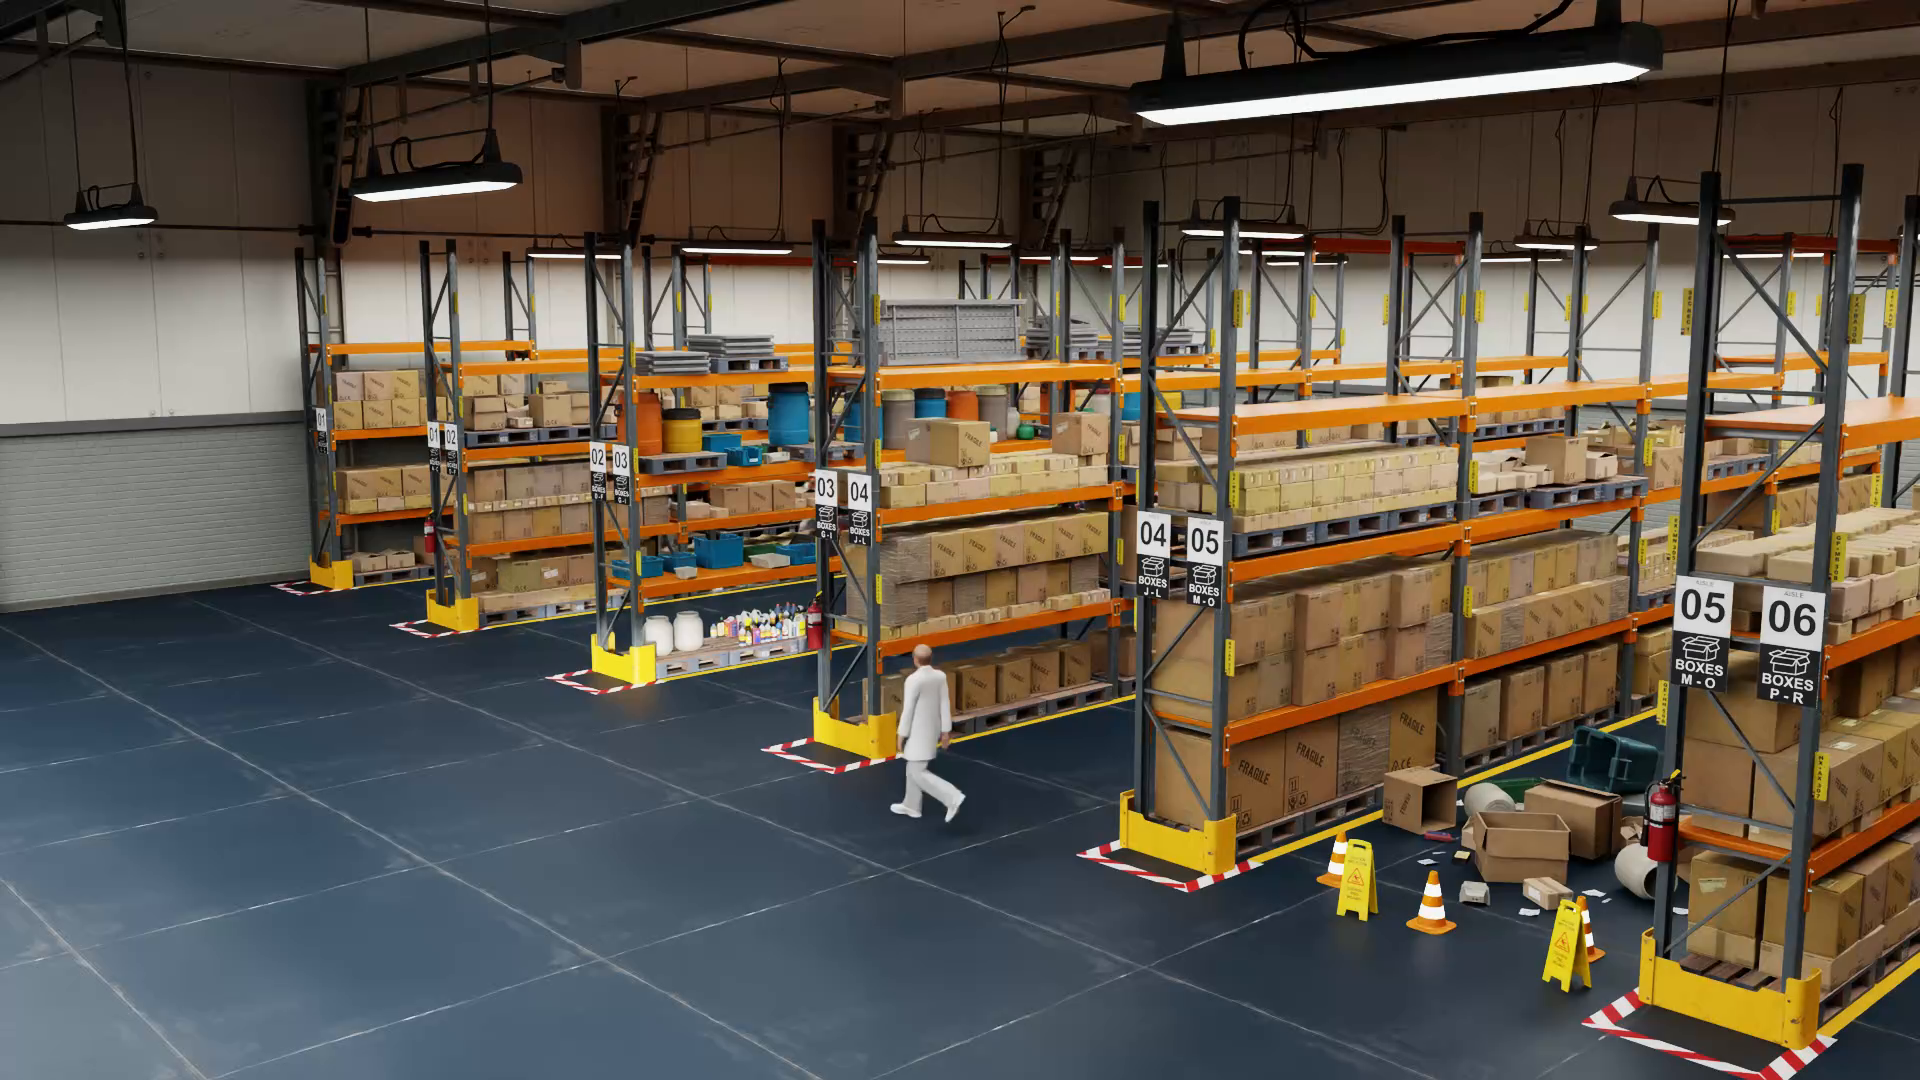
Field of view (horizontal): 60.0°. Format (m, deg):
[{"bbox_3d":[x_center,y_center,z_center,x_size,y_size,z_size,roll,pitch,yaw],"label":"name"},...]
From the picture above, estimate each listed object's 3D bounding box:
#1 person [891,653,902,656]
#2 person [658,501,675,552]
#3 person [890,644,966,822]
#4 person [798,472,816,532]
[{"bbox_3d":[-0.795,0.794,24.138,0.387,1.770,0.628,4,9,25],"label":"person"},{"bbox_3d":[-5.587,-0.219,31.174,0.505,1.675,0.363,-2,9,-10],"label":"person"},{"bbox_3d":[-0.328,1.904,16.341,0.908,1.766,0.529,3,9,21],"label":"person"},{"bbox_3d":[-2.917,-0.513,33.130,0.871,1.807,0.774,-7,11,-41],"label":"person"}]
